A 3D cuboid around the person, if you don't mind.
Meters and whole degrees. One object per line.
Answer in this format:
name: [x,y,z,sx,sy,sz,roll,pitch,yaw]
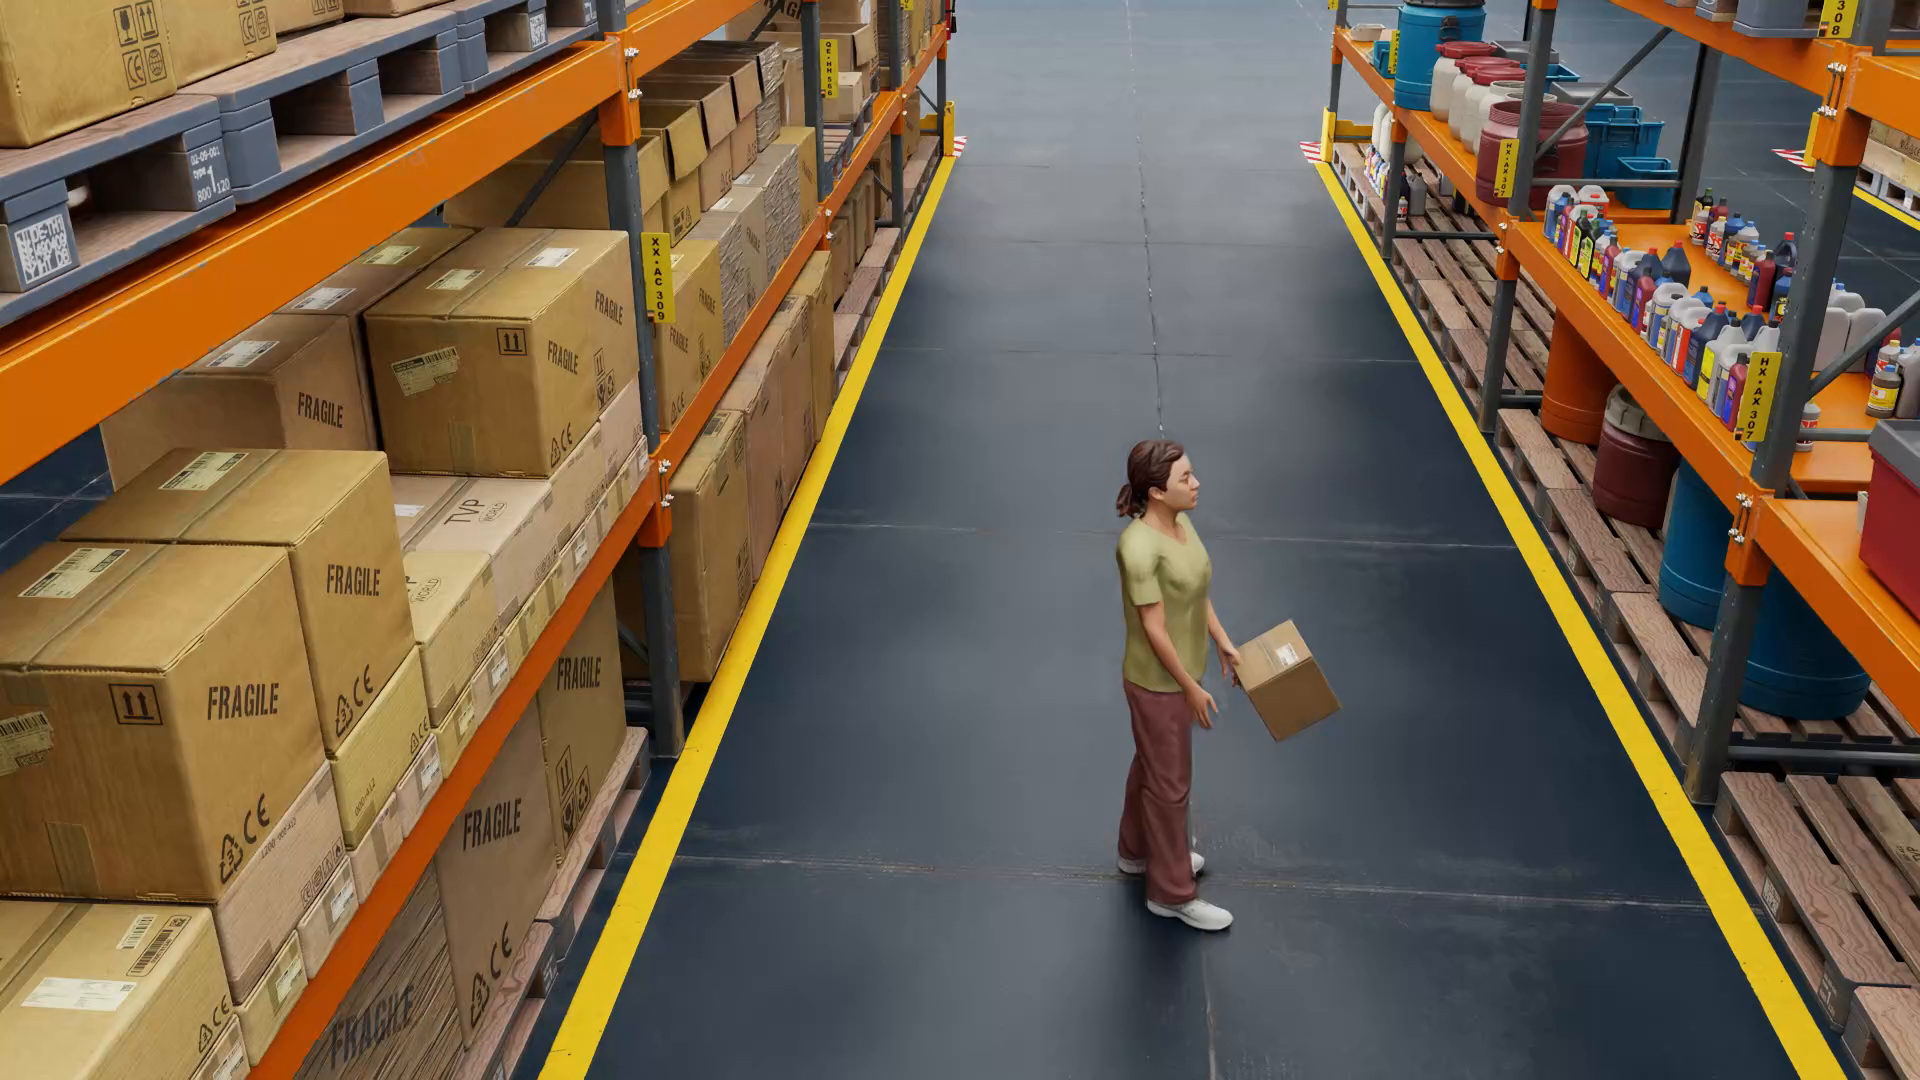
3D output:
person: [0.761,0.466,5.588,0.531,1.665,0.472,11,27,22]
